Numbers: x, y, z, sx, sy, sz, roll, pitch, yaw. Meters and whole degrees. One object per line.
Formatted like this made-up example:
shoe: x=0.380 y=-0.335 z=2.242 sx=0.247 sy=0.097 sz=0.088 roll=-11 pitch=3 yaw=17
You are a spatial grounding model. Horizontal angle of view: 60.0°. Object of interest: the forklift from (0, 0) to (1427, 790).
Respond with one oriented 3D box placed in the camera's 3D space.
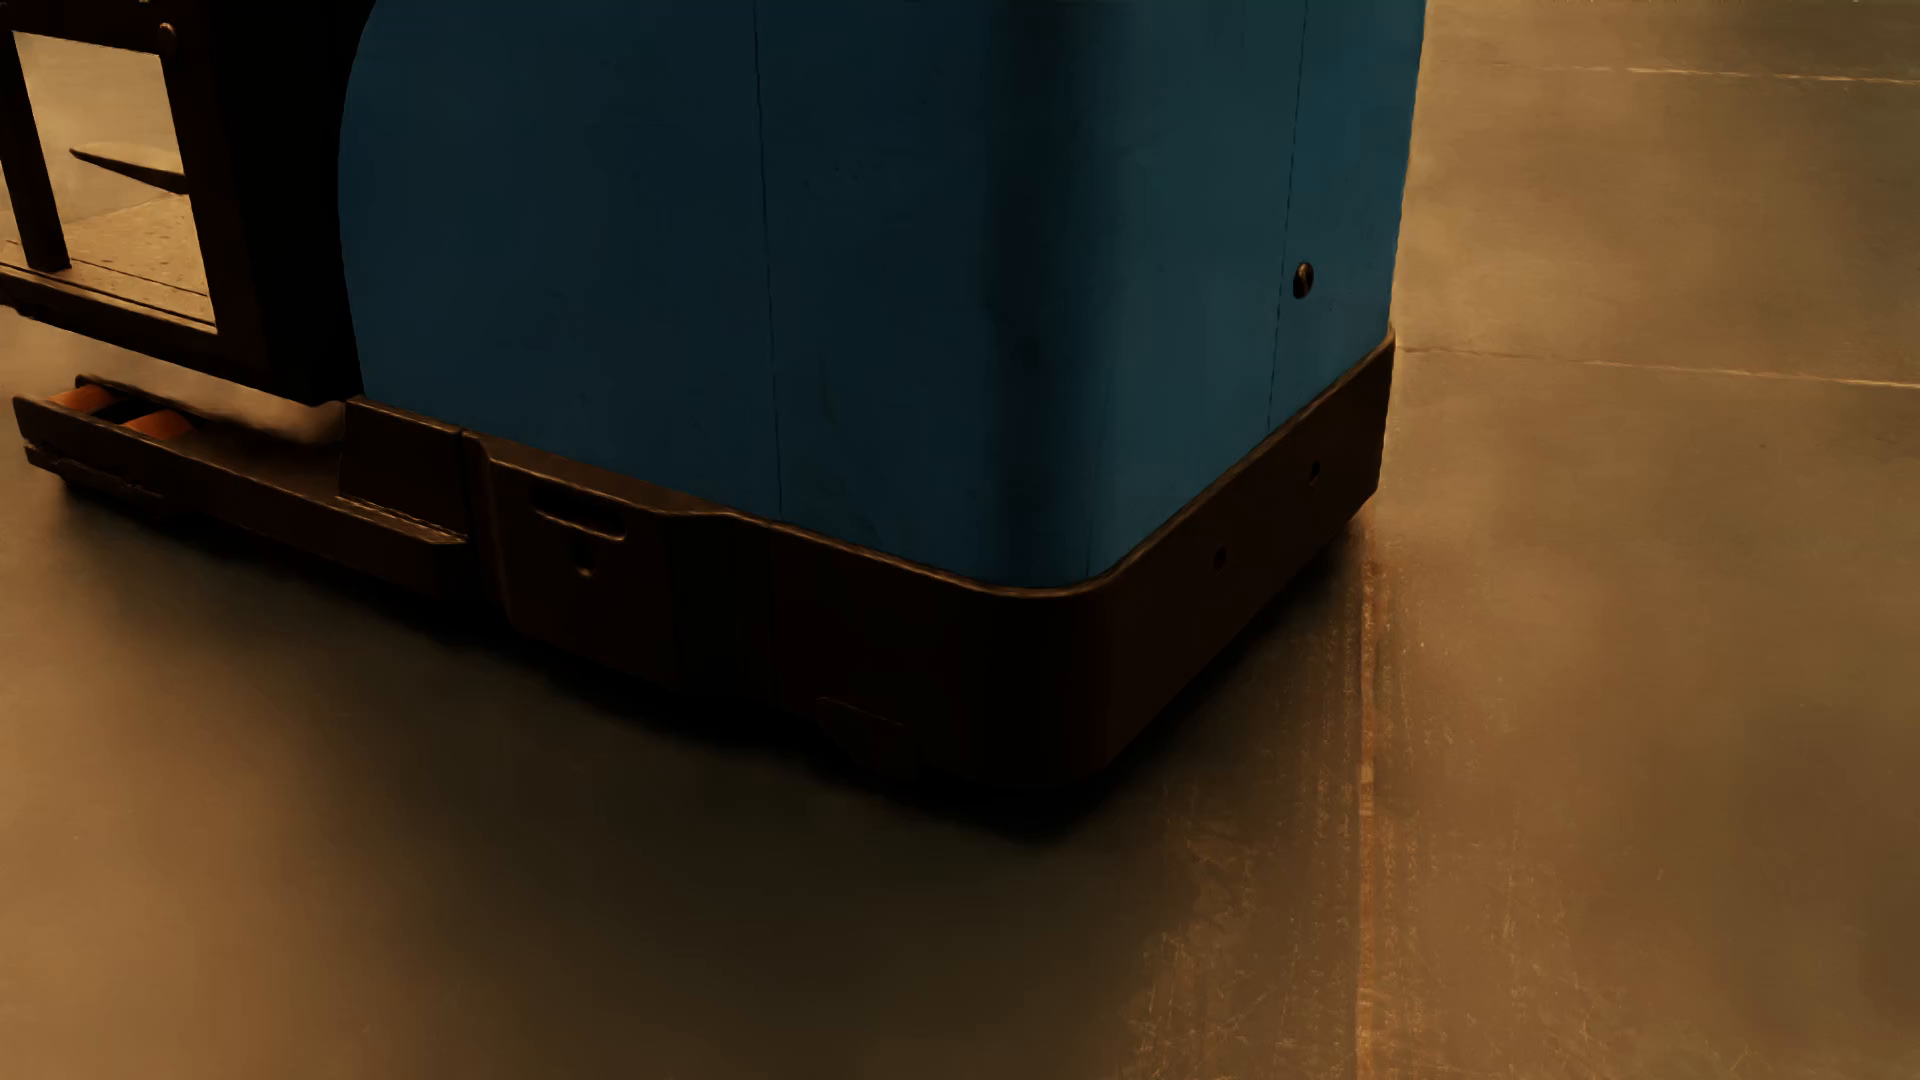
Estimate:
forklift: x=-0.886 y=-1.521 z=2.261 sx=3.031 sy=2.935 sz=1.130 roll=16 pitch=31 yaw=29
